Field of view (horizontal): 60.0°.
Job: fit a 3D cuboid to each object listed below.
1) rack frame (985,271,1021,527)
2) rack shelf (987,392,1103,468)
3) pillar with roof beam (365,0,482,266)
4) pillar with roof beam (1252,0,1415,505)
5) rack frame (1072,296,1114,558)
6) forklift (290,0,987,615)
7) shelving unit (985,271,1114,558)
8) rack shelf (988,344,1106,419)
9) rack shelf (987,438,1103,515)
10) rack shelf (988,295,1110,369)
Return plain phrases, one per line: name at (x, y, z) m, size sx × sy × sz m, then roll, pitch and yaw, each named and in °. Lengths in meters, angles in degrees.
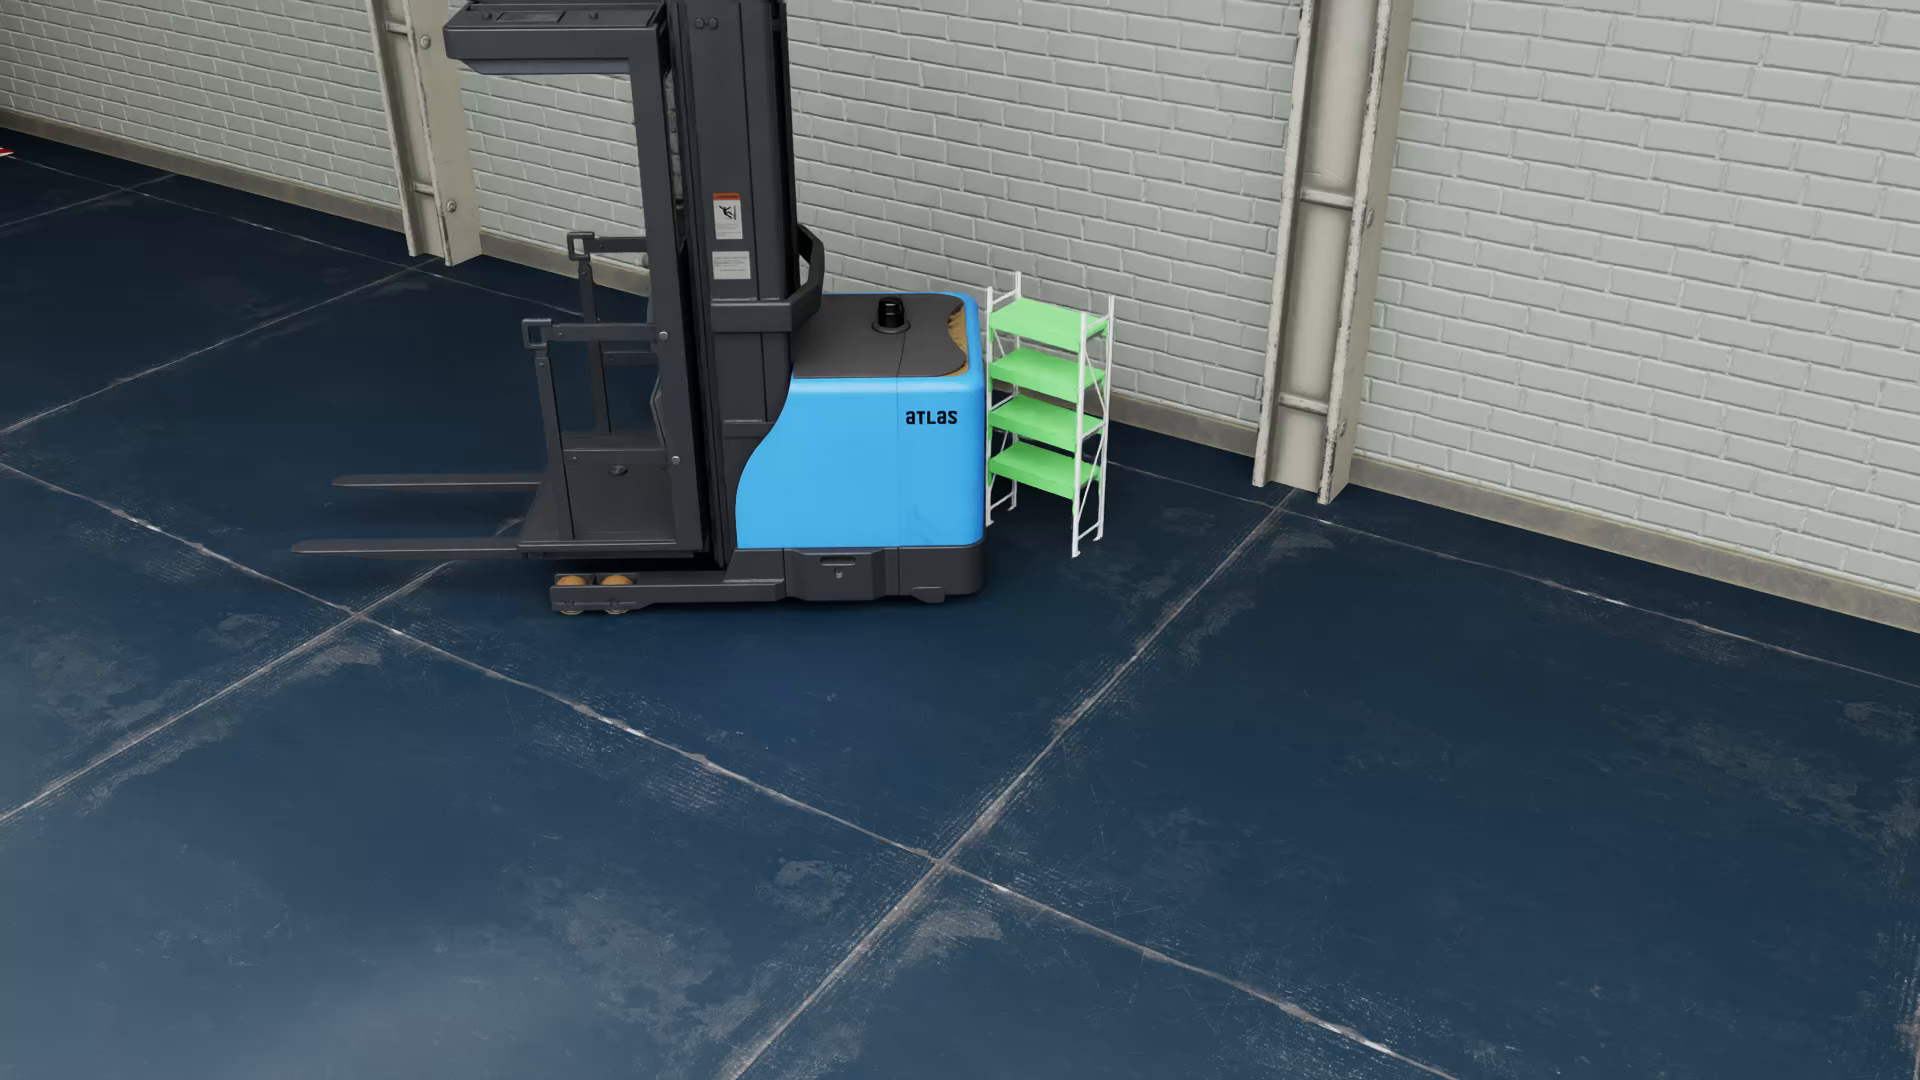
rack frame at (0.196, -0.632, 7.642) m, size 0.015 × 1.200 × 0.240 m, roll 20°, pitch 36°, yaw 31°
rack shelf at (0.393, -0.504, 7.550) m, size 0.480 × 0.148 × 0.258 m, roll 20°, pitch 36°, yaw 31°
pillar with roof beam at (-5.679, -3.944, 5.581) m, size 0.400 × 9.000 × 9.100 m, roll 18°, pitch 35°, yaw 27°
pillar with roof beam at (-0.598, -2.337, 2.826) m, size 0.400 × 9.000 × 9.100 m, roll 18°, pitch 35°, yaw 27°
rack frame at (0.589, -0.486, 7.393) m, size 0.015 × 1.200 × 0.240 m, roll 20°, pitch 36°, yaw 31°
forklift at (-1.411, -1.213, 6.921) m, size 3.031 × 2.935 × 1.130 m, roll -1°, pitch 30°, yaw -1°
shelving unit at (0.393, -0.559, 7.518) m, size 0.503 × 1.200 × 0.258 m, roll 20°, pitch 36°, yaw 31°
rack shelf at (0.393, -0.711, 7.429) m, size 0.480 × 0.148 × 0.258 m, roll 20°, pitch 36°, yaw 31°
rack shelf at (0.393, -0.297, 7.671) m, size 0.480 × 0.148 × 0.258 m, roll 20°, pitch 36°, yaw 31°
rack shelf at (0.393, -0.919, 7.308) m, size 0.480 × 0.148 × 0.258 m, roll 20°, pitch 36°, yaw 31°
